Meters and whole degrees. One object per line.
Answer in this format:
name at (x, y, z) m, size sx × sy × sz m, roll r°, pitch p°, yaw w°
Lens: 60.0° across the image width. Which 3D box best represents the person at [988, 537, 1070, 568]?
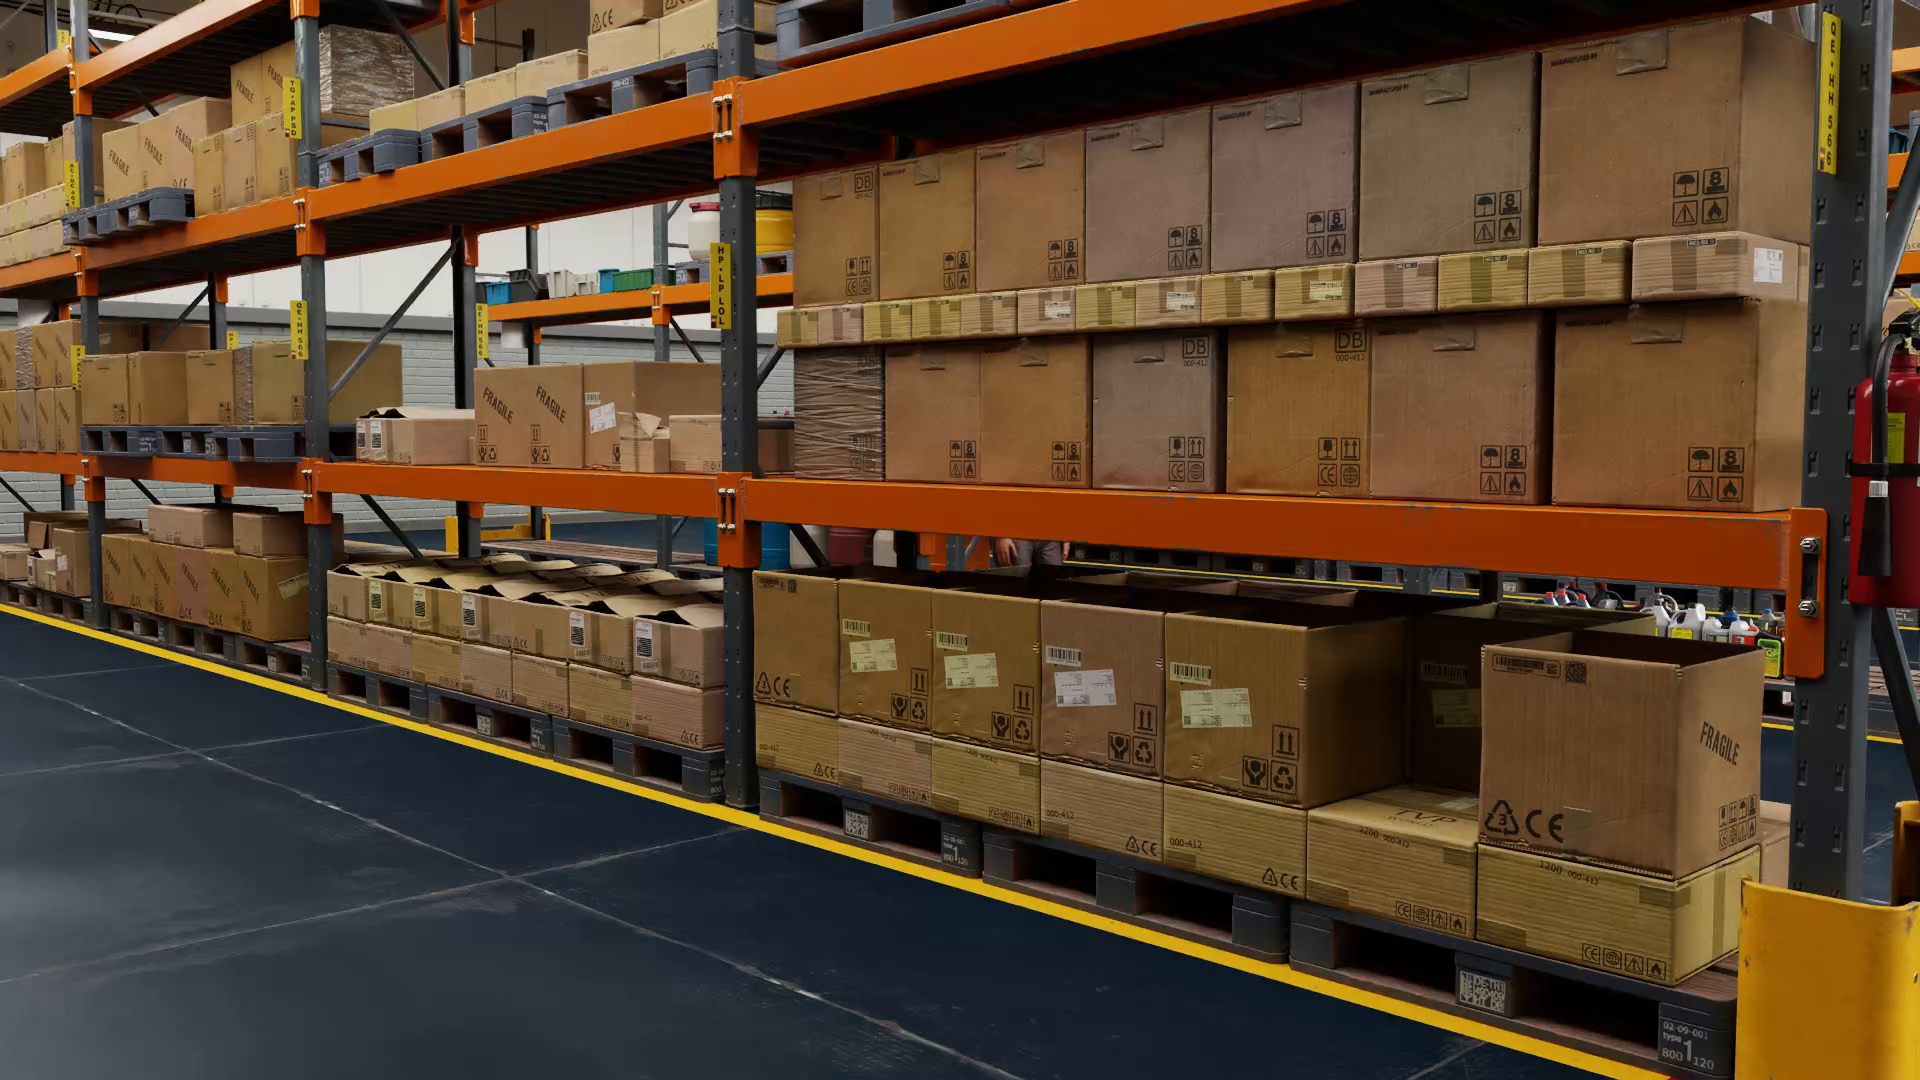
person at (0.391, 0.007, 9.346) m, size 0.580 × 1.721 × 0.463 m, roll -4°, pitch 5°, yaw -43°
